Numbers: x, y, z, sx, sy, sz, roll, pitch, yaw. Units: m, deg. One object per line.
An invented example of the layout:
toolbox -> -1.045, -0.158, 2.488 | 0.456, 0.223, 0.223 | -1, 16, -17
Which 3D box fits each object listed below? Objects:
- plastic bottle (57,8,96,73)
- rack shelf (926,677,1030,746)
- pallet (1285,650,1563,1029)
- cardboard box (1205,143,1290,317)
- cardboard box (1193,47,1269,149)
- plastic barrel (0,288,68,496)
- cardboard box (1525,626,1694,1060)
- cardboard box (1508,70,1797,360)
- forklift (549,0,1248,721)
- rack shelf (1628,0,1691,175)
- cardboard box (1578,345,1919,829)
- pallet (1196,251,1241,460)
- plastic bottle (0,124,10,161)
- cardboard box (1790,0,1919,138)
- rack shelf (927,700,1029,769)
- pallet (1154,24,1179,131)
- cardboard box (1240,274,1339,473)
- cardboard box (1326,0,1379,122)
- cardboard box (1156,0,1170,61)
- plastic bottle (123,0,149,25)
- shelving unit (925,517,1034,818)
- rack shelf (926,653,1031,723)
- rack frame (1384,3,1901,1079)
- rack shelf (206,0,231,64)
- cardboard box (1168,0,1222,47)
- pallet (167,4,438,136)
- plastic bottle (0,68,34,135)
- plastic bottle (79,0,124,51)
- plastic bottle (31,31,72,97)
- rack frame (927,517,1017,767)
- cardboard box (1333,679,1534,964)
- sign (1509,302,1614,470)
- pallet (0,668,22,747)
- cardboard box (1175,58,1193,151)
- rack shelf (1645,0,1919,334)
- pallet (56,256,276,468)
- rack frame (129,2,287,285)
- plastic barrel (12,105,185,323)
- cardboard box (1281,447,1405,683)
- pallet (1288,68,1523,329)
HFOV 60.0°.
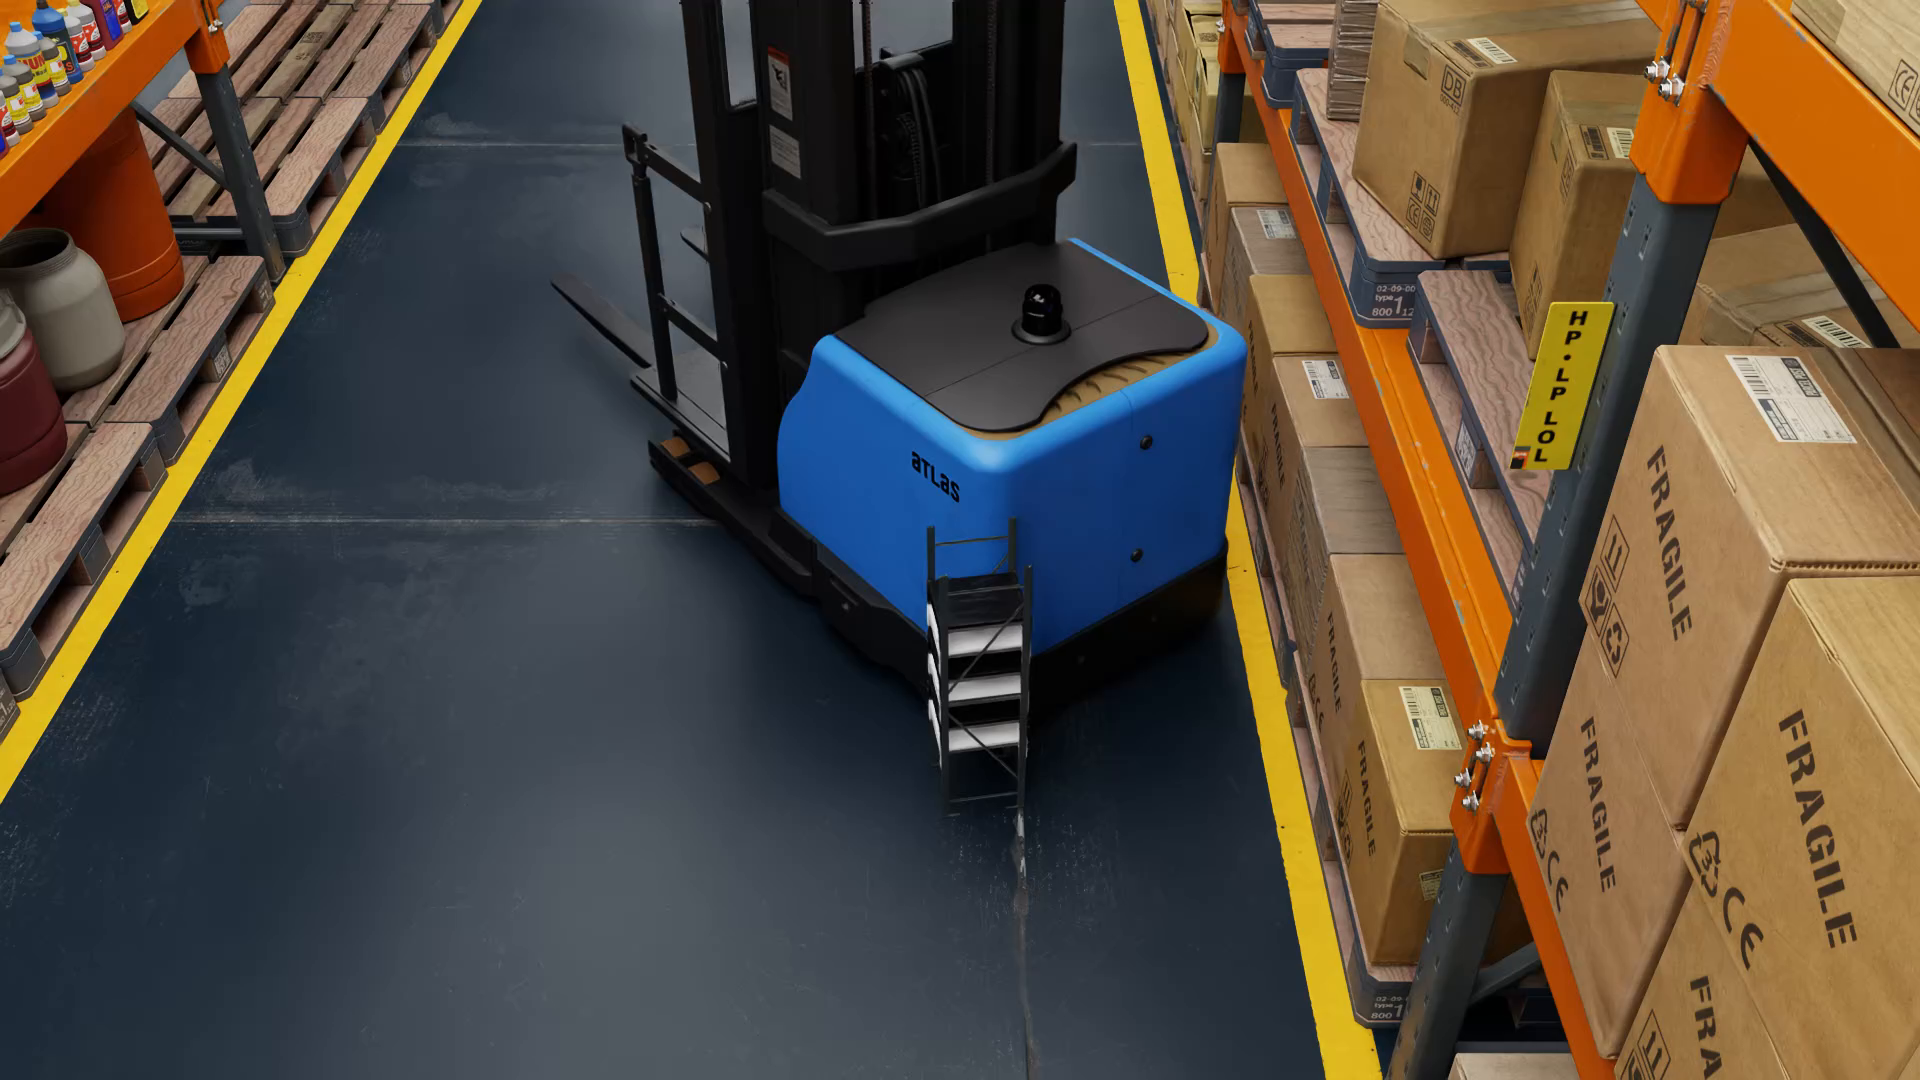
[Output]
plastic bottle -> -3.007, -1.692, 5.622 | 0.097, 0.201, 0.097 | 0, 39, 0
rack shelf -> 0.049, 0.463, 4.649 | 0.258, 0.077, 0.200 | -6, 39, -8
pallet -> 1.503, 0.780, 4.608 | 1.003, 0.211, 1.213 | 0, 39, 0
cardboard box -> 1.252, -1.212, 6.511 | 0.500, 0.500, 0.500 | 2, 39, 2
cardboard box -> 1.290, -1.938, 7.184 | 0.500, 0.311, 0.500 | 1, 39, 1
plastic barrel -> -3.397, -0.510, 5.581 | 0.600, 0.588, 0.708 | 0, 39, 0
cardboard box -> 1.270, 0.480, 2.672 | 0.500, 0.500, 0.500 | 1, 39, 1
cardboard box -> 1.701, -0.729, 3.845 | 0.700, 0.500, 0.500 | 6, 39, 7
forklift -> -0.461, -1.425, 5.185 | 1.130, 2.935, 3.031 | -26, 46, -29
rack shelf -> 1.539, -1.940, 3.949 | 1.077, 0.370, 4.000 | 0, 39, 0
cardboard box -> 1.261, 0.066, 2.389 | 0.500, 0.500, 0.500 | 1, 39, 1
pallet -> 1.500, -0.746, 6.512 | 1.003, 0.211, 1.213 | 0, 39, 0
plastic bottle -> -2.988, -1.287, 5.050 | 0.061, 0.283, 0.133 | 0, 39, 0
cardboard box -> 1.295, -0.607, 1.830 | 0.500, 0.250, 0.500 | 0, 39, 0
rack shelf -> 0.049, 0.534, 4.706 | 0.258, 0.077, 0.200 | -6, 39, -8
pallet -> 1.577, -2.489, 8.687 | 1.003, 0.211, 1.213 | 0, 39, 0
cardboard box -> 1.254, -0.571, 5.711 | 0.500, 0.500, 0.500 | -1, 39, -1
cardboard box -> 1.461, -1.538, 4.855 | 0.700, 0.500, 0.500 | 7, 39, 8
cardboard box -> 1.288, -2.679, 8.557 | 0.500, 0.250, 0.500 | 1, 39, 1
plastic bottle -> -2.989, -2.001, 5.942 | 0.061, 0.283, 0.133 | 0, 39, 0
shelving unit -> 0.049, 0.367, 4.572 | 0.258, 0.900, 0.210 | -6, 39, -8
rack shelf -> 0.049, 0.393, 4.593 | 0.258, 0.077, 0.200 | -6, 39, -8
rack frame -> 1.545, 0.201, 3.101 | 0.949, 2.616, 0.053 | 0, 39, 0
rack shelf -> -3.418, -3.270, 8.007 | 1.077, 0.370, 4.000 | 0, 39, 0
cardboard box -> 1.285, -2.579, 7.984 | 0.500, 0.311, 0.500 | 0, 39, 0
pallet -> -3.377, -2.457, 8.647 | 1.003, 0.211, 1.213 | 0, 39, 0
plastic bottle -> -3.006, -1.388, 5.242 | 0.097, 0.201, 0.097 | 0, 39, 0
plastic bottle -> -2.989, -1.857, 5.762 | 0.061, 0.283, 0.133 | 0, 39, 0
plastic bottle -> -3.007, -1.570, 5.470 | 0.097, 0.201, 0.097 | 0, 39, 0
rack frame -> 0.032, 0.304, 4.651 | 0.240, 0.900, 0.006 | -6, 39, -8
cardboard box -> 1.255, 0.696, 4.130 | 0.500, 0.500, 0.500 | 0, 39, 0
sign -> 0.987, -0.249, 2.736 | 0.100, 0.325, 0.005 | 0, 39, 0
pallet -> -3.371, 0.807, 4.574 | 1.003, 0.211, 1.213 | 0, 39, 0
cardboard box -> 1.289, -2.043, 7.764 | 0.500, 0.250, 0.500 | 0, 39, -1
rack shelf -> 1.544, 0.561, 0.827 | 1.077, 0.370, 4.000 | 0, 39, 0
pallet -> -3.374, -0.718, 6.478 | 1.003, 0.211, 1.213 | 0, 39, 0
rack frame -> -3.416, -2.300, 6.221 | 1.000, 3.000, 0.127 | 0, 39, 0
plastic barrel -> -3.399, -1.311, 6.387 | 0.600, 0.830, 0.708 | 0, 39, 0
cardboard box -> 1.262, 0.073, 4.907 | 0.500, 0.500, 0.500 | 0, 39, 1
pallet -> 1.544, -1.010, 4.765 | 1.003, 0.211, 1.213 | 0, 39, 0
